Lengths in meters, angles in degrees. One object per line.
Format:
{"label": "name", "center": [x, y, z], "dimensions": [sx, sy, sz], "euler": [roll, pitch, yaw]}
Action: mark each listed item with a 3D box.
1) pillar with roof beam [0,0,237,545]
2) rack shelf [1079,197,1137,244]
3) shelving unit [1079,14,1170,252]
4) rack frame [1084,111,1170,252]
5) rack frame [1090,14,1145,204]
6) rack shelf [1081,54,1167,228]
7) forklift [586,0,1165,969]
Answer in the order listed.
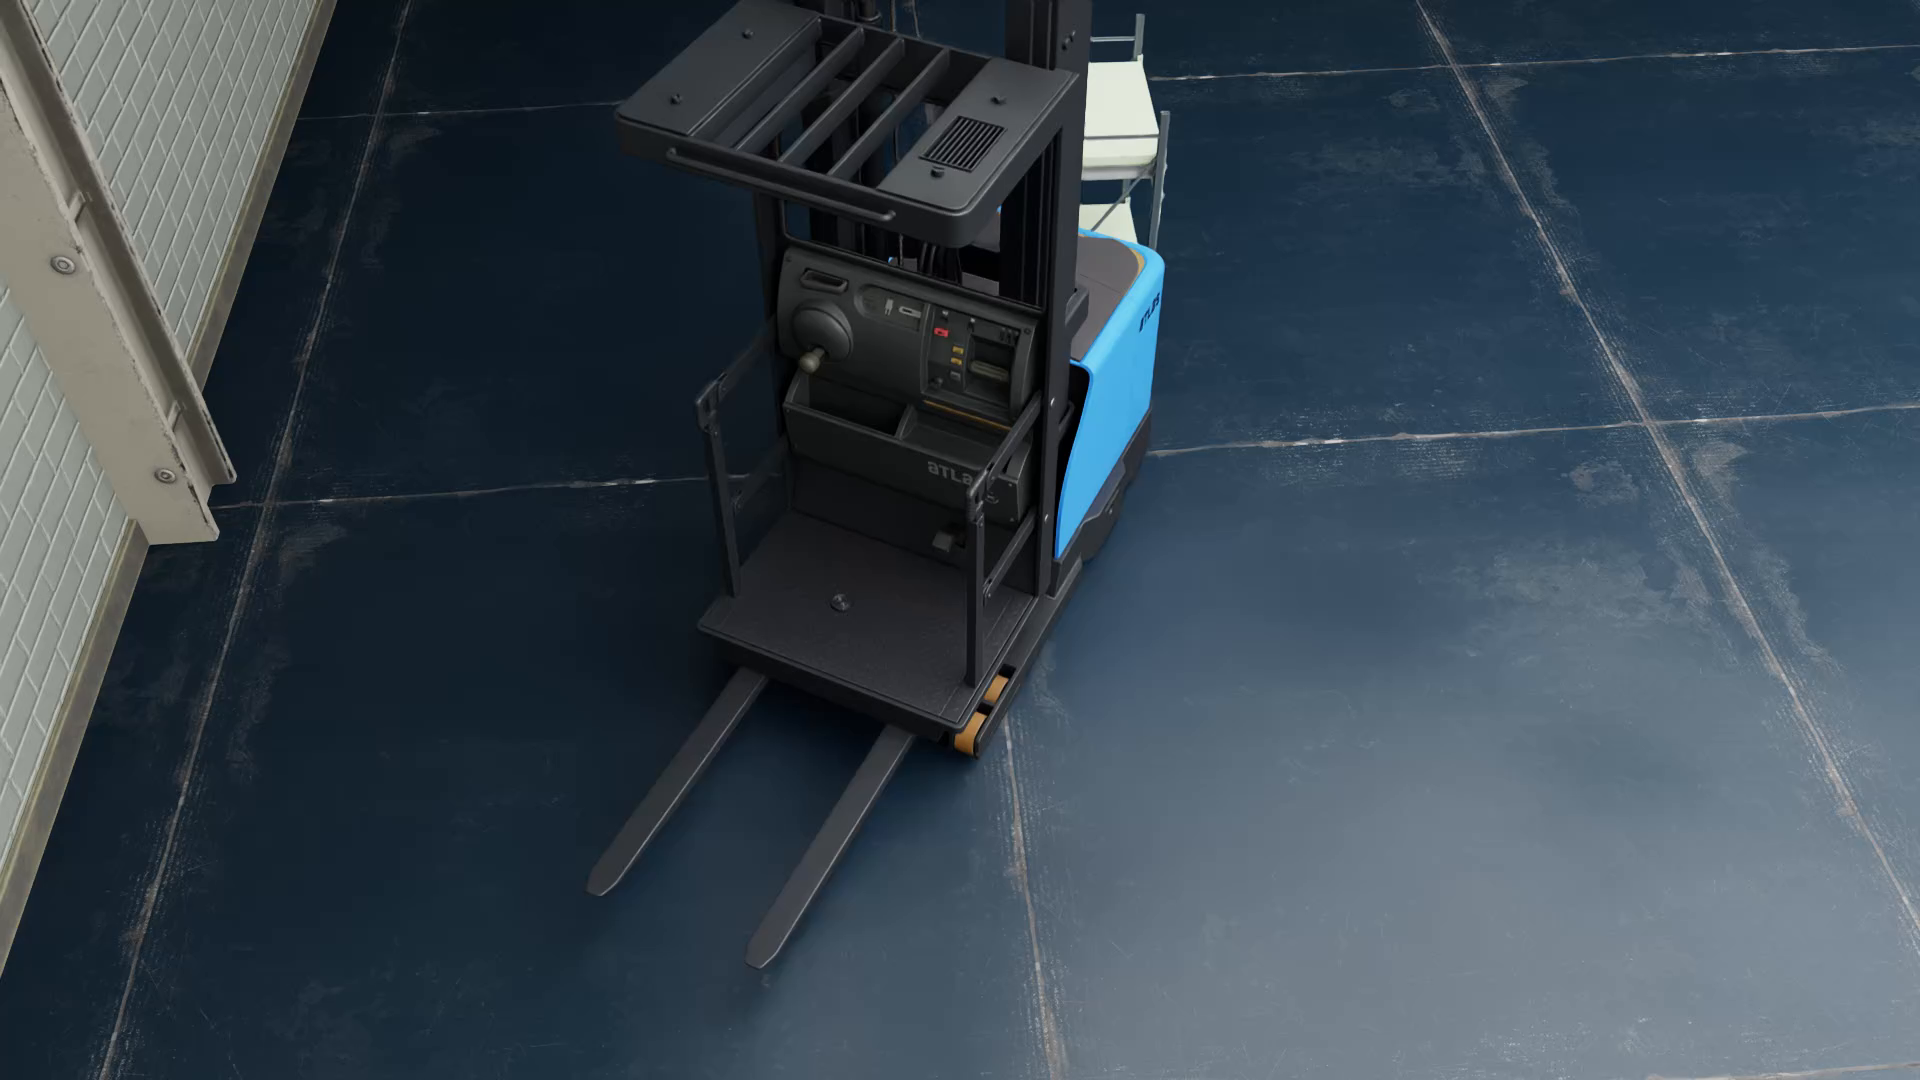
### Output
{"label": "pillar with roof beam", "center": [1.043, -3.488, 3.992], "dimensions": [9.100, 9.000, 0.400], "euler": [-3, 47, -3]}
{"label": "rack shelf", "center": [0.584, -1.157, 7.398], "dimensions": [0.431, 0.370, 0.720], "euler": [-2, 47, -2]}
{"label": "shelving unit", "center": [0.584, -1.381, 7.161], "dimensions": [0.431, 1.500, 0.755], "euler": [-2, 47, -2]}
{"label": "rack frame", "center": [0.604, -1.116, 6.910], "dimensions": [0.400, 1.500, 0.023], "euler": [-2, 47, -2]}
{"label": "rack frame", "center": [0.563, -1.646, 7.413], "dimensions": [0.400, 1.500, 0.023], "euler": [-2, 47, -2]}
{"label": "rack shelf", "center": [0.584, -1.649, 6.878], "dimensions": [0.431, 0.370, 0.720], "euler": [-2, 47, -2]}
{"label": "forklift", "center": [-0.281, -0.584, 5.421], "dimensions": [1.130, 2.935, 3.031], "euler": [19, 50, 17]}
